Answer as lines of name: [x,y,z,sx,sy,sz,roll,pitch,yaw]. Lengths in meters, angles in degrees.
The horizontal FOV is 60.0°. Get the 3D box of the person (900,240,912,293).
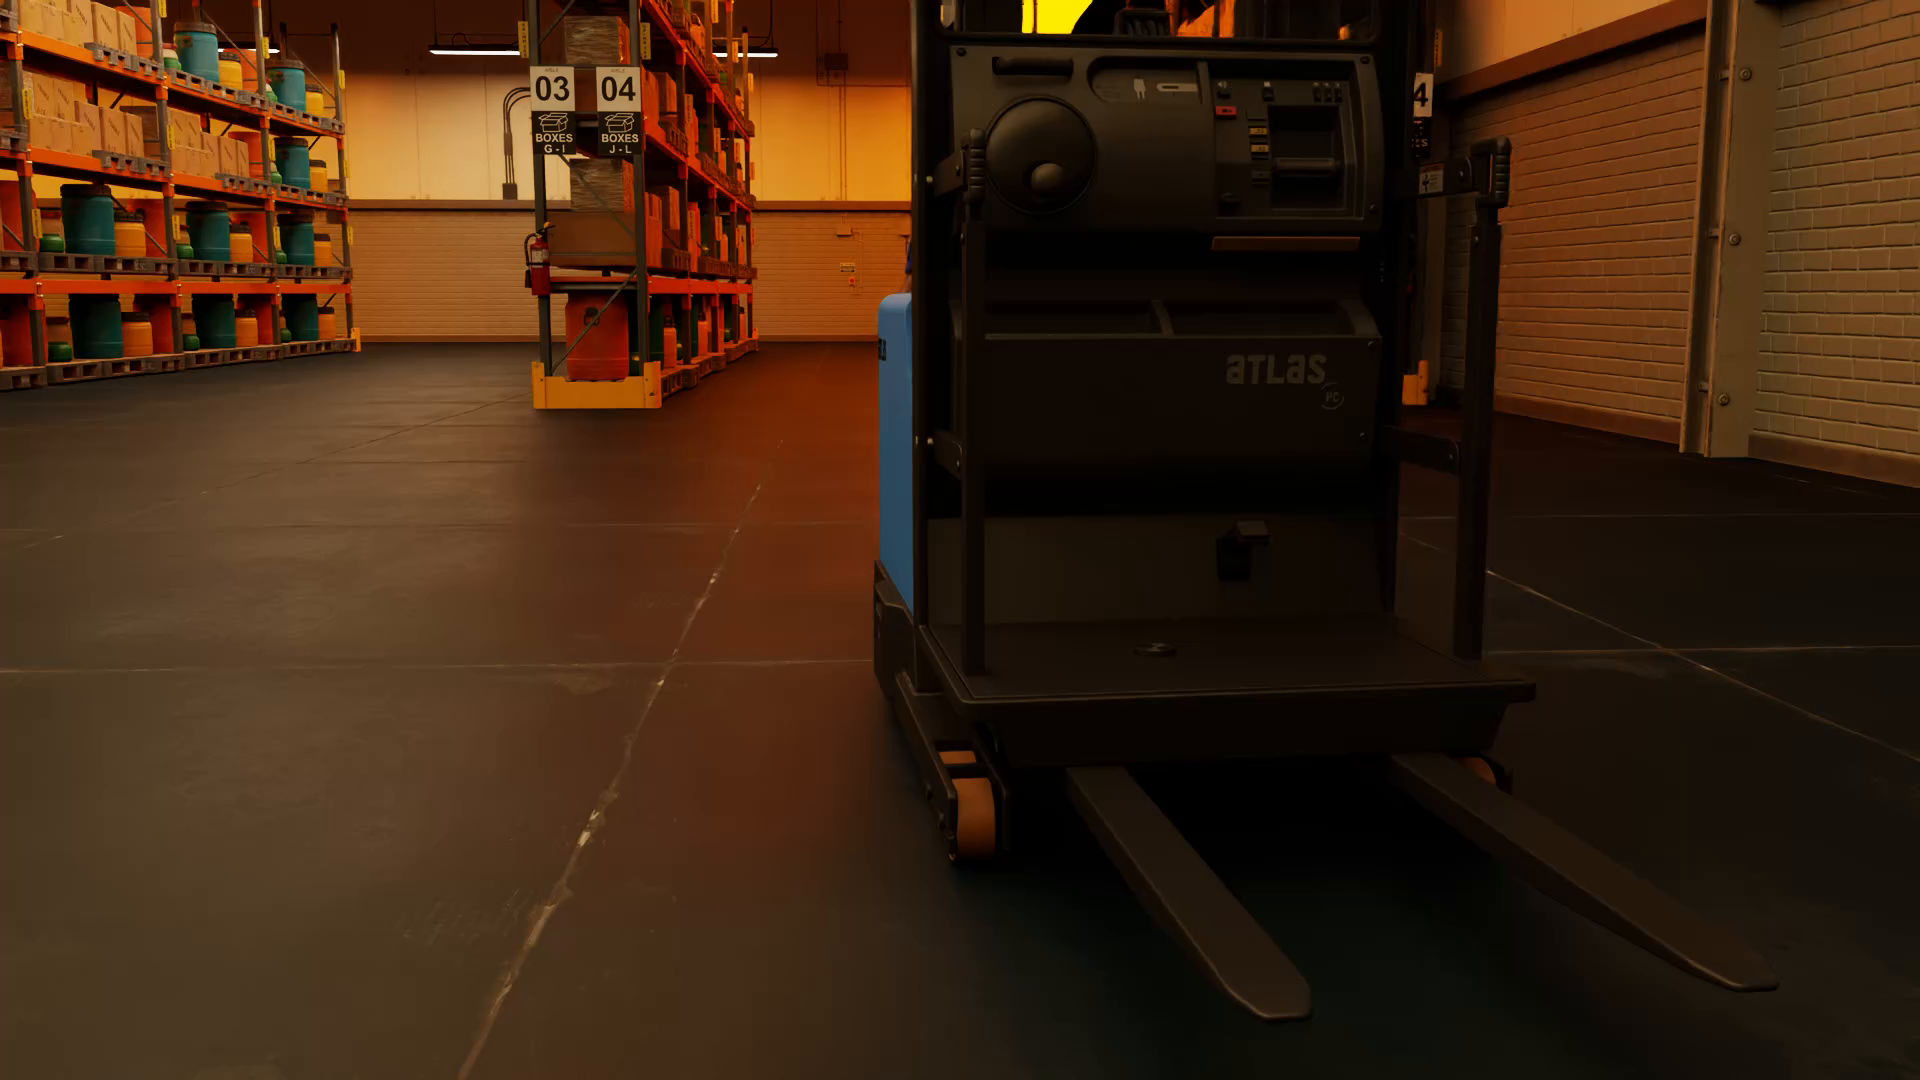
person: [-0.015,-0.800,7.102,0.569,1.630,0.504,-1,8,-4]

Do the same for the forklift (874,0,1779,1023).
forklift: [0.475,-0.889,3.318,1.130,2.935,3.031,-1,9,-8]
